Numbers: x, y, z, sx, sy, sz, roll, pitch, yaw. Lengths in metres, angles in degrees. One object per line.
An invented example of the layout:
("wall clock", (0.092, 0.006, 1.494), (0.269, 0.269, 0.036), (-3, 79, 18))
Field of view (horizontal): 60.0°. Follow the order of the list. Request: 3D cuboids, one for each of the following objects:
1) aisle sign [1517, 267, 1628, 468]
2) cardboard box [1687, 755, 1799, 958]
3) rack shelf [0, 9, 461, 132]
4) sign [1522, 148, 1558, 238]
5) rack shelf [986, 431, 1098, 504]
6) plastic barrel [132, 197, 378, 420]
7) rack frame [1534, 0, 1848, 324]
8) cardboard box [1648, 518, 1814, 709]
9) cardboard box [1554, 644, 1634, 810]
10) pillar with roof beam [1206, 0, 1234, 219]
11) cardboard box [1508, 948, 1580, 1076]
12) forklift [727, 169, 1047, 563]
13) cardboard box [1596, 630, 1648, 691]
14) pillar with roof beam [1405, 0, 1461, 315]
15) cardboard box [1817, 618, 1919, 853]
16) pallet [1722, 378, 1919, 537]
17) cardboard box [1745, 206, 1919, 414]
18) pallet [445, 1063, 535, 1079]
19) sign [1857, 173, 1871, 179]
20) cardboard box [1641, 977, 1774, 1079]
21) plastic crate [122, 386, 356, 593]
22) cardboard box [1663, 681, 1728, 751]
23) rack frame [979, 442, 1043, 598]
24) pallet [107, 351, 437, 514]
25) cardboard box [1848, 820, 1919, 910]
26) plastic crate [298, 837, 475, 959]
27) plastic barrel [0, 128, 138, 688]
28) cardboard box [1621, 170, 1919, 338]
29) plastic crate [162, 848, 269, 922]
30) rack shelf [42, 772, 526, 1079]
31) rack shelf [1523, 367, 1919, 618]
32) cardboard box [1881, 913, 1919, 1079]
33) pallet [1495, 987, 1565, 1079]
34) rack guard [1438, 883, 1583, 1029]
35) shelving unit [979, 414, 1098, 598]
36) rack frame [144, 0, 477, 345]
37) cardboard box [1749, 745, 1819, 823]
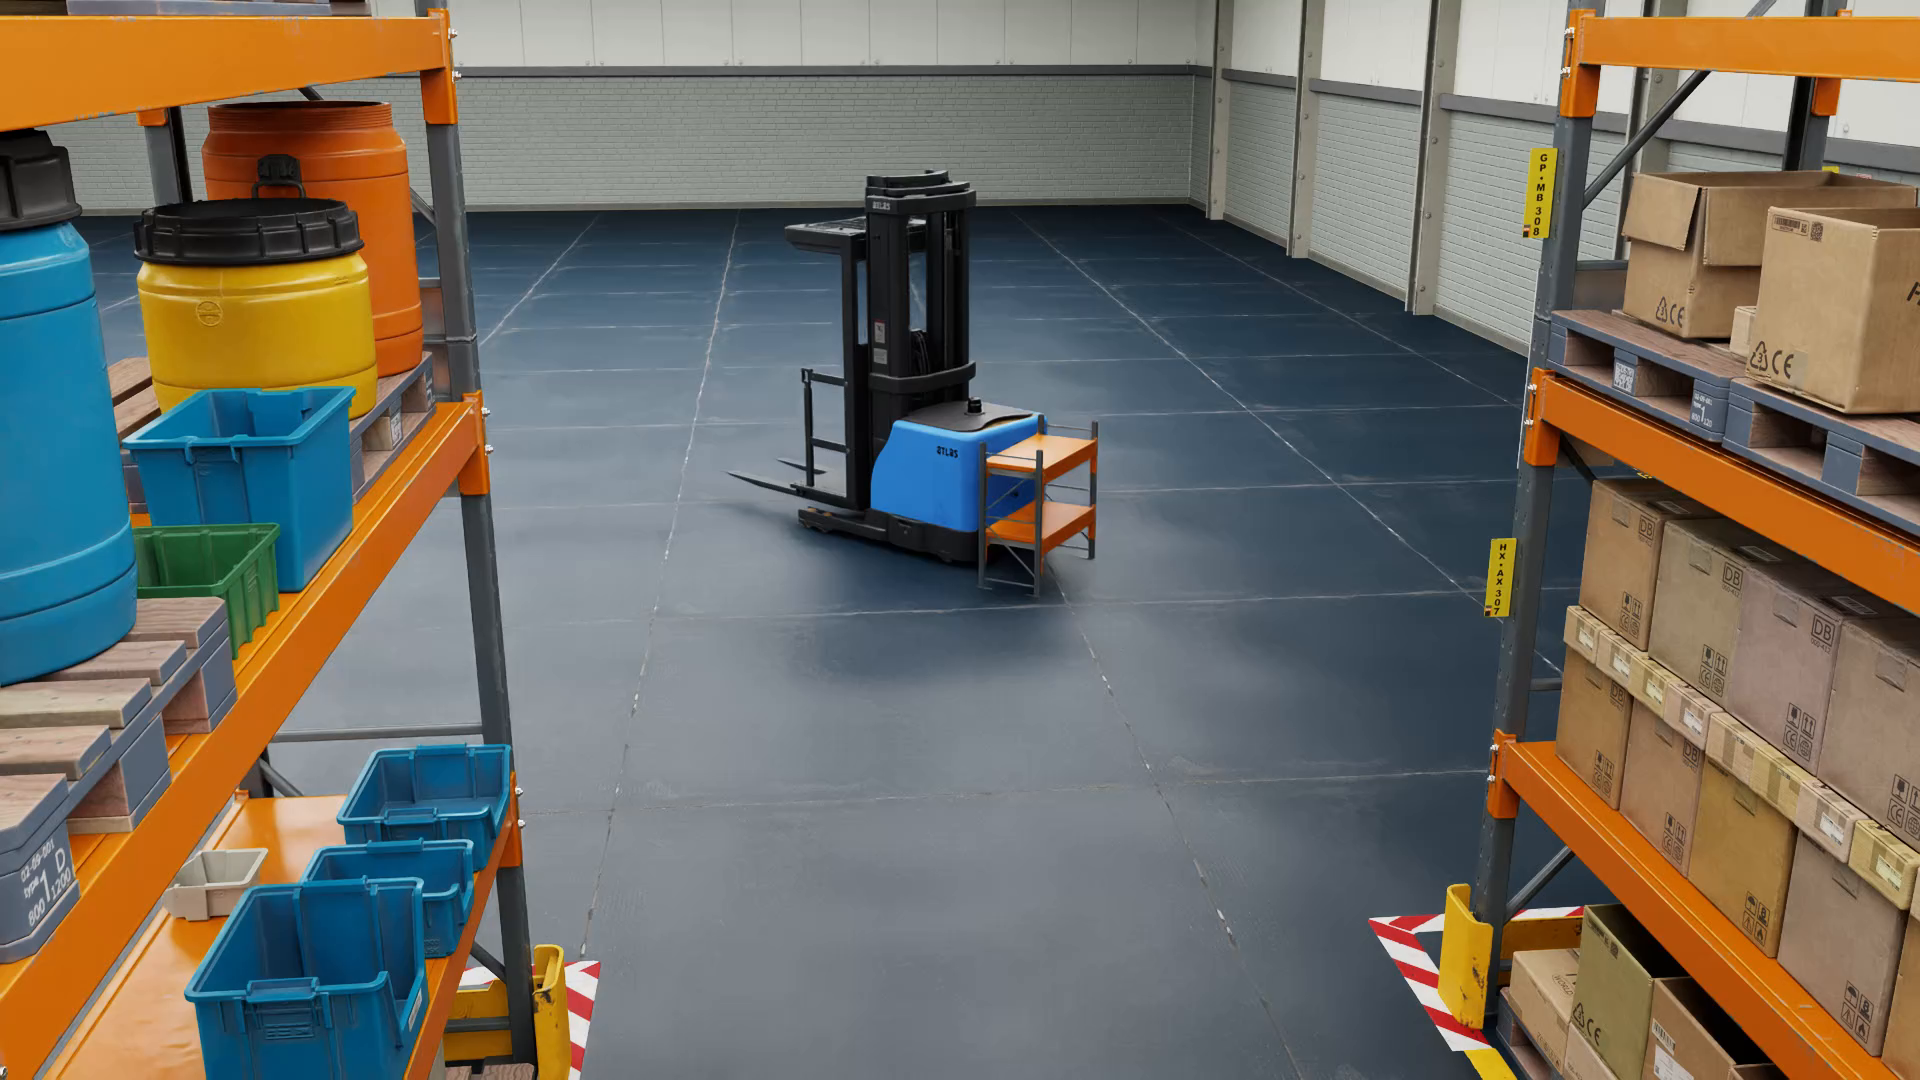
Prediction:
("aisle sign", (2.389, -0.664, 6.445), (0.394, 0.787, 0.004), (-2, 18, -6))
("cardboard box", (2.840, 0.982, 5.373), (0.700, 0.500, 0.500), (-2, 18, -5))
("rack shelf", (-2.020, -0.994, 3.689), (1.077, 0.370, 4.000), (-2, 18, -6))
("sign", (2.148, -1.284, 6.161), (0.100, 0.325, 0.005), (-2, 18, -6))
("rack shelf", (0.606, -0.558, 12.599), (0.538, 0.278, 1.000), (9, 19, 26))
("plastic barrel", (-1.983, -0.647, 4.708), (0.600, 0.588, 0.600), (0, 17, 0))
("rack frame", (2.701, -2.276, 5.903), (1.000, 3.000, 0.127), (-2, 18, -6))
("cardboard box", (2.801, 0.231, 5.599), (0.700, 0.500, 0.500), (-2, 18, -7))
("cardboard box", (2.736, 0.678, 6.343), (0.700, 0.500, 0.500), (-2, 18, -6))
("pillar with roof beam", (1.184, -11.053, 33.861), (9.100, 9.000, 0.400), (-2, 18, -6))
("cardboard box", (2.535, 1.864, 6.620), (0.500, 0.250, 0.500), (-2, 18, -6))
("forklift", (-0.725, -1.566, 13.770), (3.031, 2.935, 1.130), (15, 23, 39))
("cardboard box", (2.557, 0.431, 6.046), (0.380, 0.149, 0.250), (-2, 18, -7))
("pillar with roof beam", (2.421, -7.478, 22.473), (9.100, 9.000, 0.400), (-2, 18, -6))
("cardboard box", (2.906, 0.531, 4.646), (0.700, 0.500, 0.500), (-2, 18, -6))
("pallet", (2.877, -0.227, 4.532), (1.003, 0.211, 1.213), (-2, 18, -6))
("cardboard box", (2.600, -0.656, 4.651), (0.500, 0.500, 0.500), (-2, 18, -6))
("pallet", (-2.094, 2.332, 5.897), (1.003, 0.211, 1.213), (-2, 18, -6))
("sign", (7.823, -3.023, 14.427), (0.001, 0.298, 0.199), (-2, 18, -6))
("cardboard box", (2.652, 1.804, 5.560), (0.500, 0.500, 0.500), (-2, 18, -6))
("plastic crate", (-1.731, -0.126, 4.091), (0.392, 0.384, 0.575), (-2, 18, -6))
("cardboard box", (2.605, 0.581, 5.569), (0.380, 0.149, 0.250), (-2, 18, -6))
("rack frame", (0.372, -0.144, 12.256), (0.500, 1.125, 0.032), (9, 19, 26))
("pallet", (-2.239, -0.353, 5.102), (1.003, 0.211, 1.213), (-2, 18, -6))
("cardboard box", (2.712, 0.889, 4.588), (0.380, 0.149, 0.250), (-1, 17, -4))
("plastic crate", (-1.816, 1.143, 5.278), (0.499, 0.251, 0.408), (-2, 18, -6))
("plastic barrel", (-1.810, -0.241, 2.890), (0.600, 0.901, 0.708), (-2, 18, -6))
("cardboard box", (2.756, -0.990, 5.707), (0.797, 0.503, 0.637), (-1, 17, -2))
("plastic crate", (-2.454, 1.141, 5.476), (0.298, 0.136, 0.250), (-2, 18, -6))
("rack shelf", (-2.020, 1.677, 4.528), (1.077, 0.370, 4.000), (-2, 18, -6))
("rack shelf", (2.907, 0.094, 4.562), (1.077, 0.370, 4.000), (-2, 18, -6))
("cardboard box", (2.952, 1.292, 4.388), (0.700, 0.500, 0.500), (-2, 17, -5))
("pallet", (2.821, 2.143, 6.498), (1.003, 0.211, 1.213), (-2, 18, -6))
("rack guard", (2.698, 1.772, 7.199), (1.175, 0.500, 0.348), (-2, 18, -6))
("shelving unit", (0.606, -0.279, 12.687), (0.538, 1.125, 1.048), (9, 19, 26))
("rack frame", (-2.227, -2.124, 5.419), (1.000, 3.000, 0.127), (-2, 18, -6))
("cardboard box", (2.662, 0.736, 5.074), (0.380, 0.149, 0.250), (-2, 18, -6))
